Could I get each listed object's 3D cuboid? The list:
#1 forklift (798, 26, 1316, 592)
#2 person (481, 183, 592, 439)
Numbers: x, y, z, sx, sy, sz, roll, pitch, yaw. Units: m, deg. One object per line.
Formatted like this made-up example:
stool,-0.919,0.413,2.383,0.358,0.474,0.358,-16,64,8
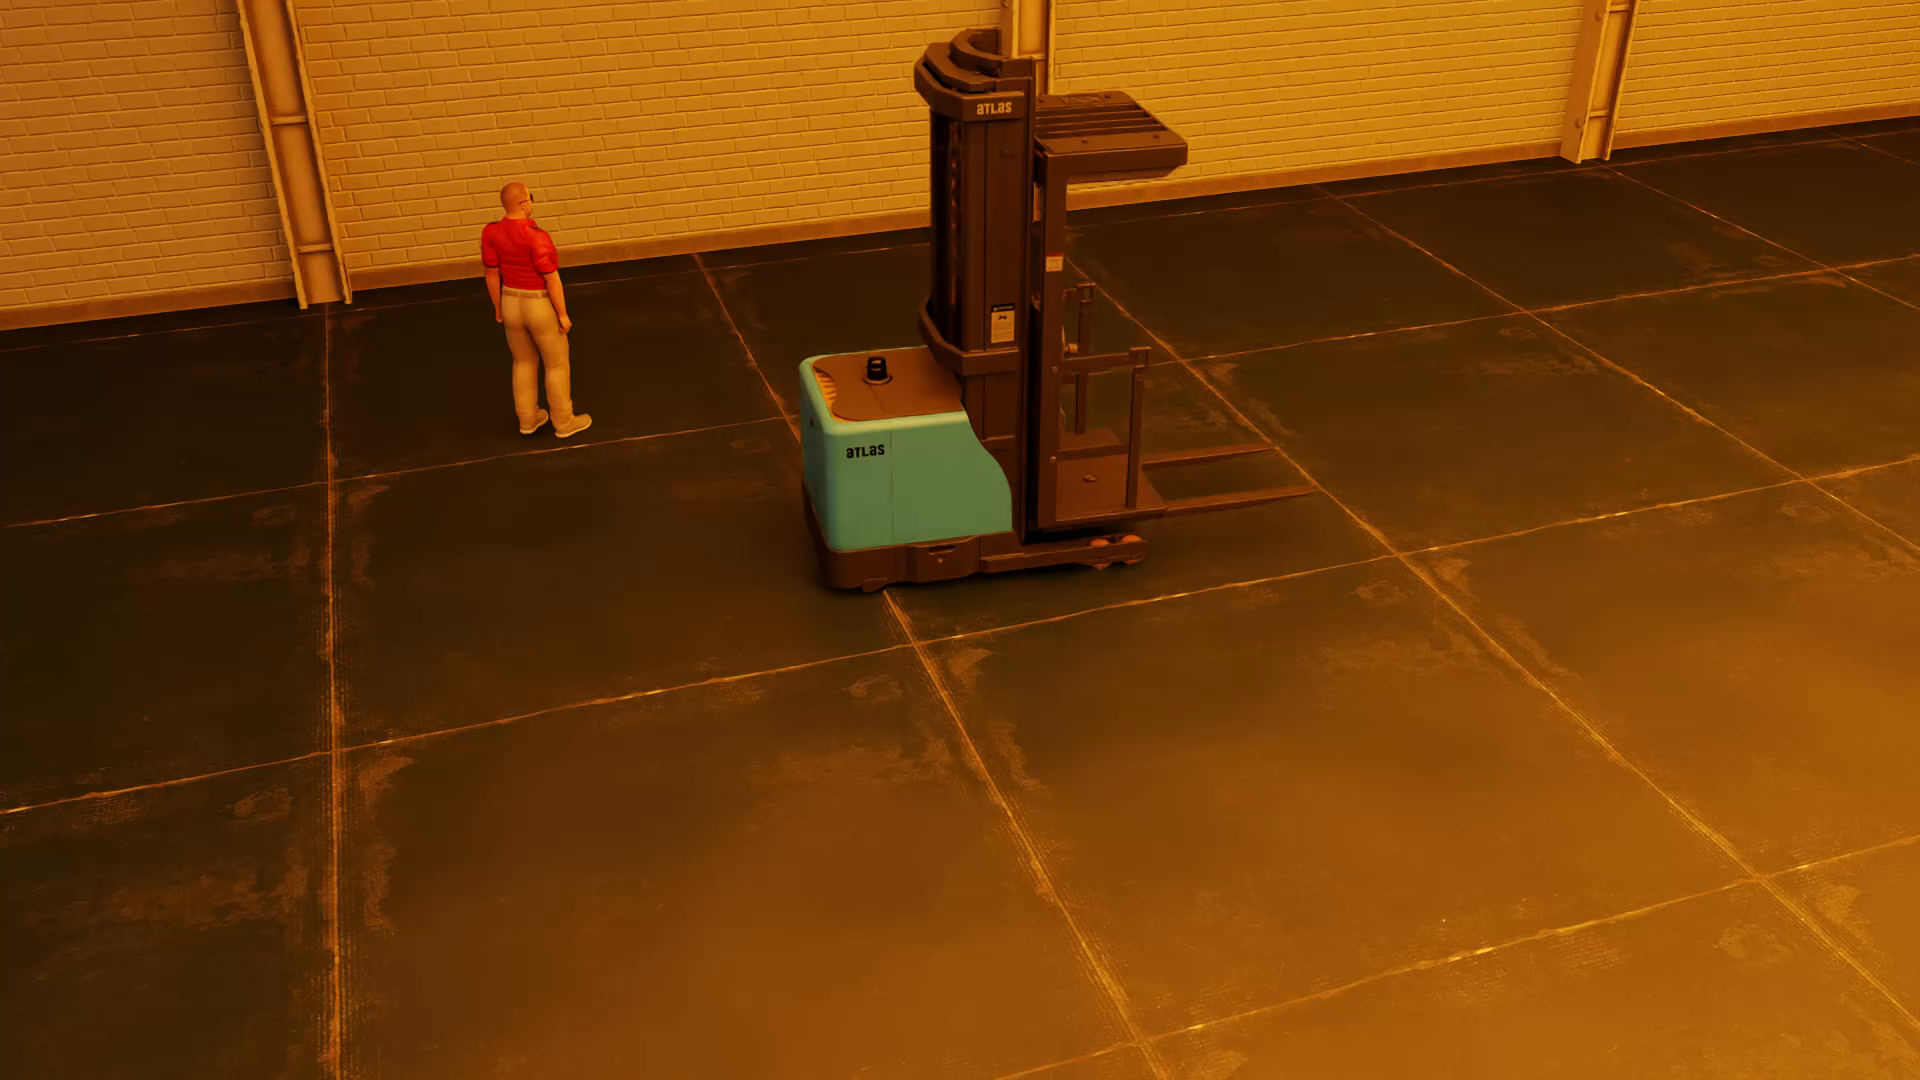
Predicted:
forklift,0.614,-1.356,9.443,3.031,2.935,1.130,-7,31,-12
person,-2.794,-1.512,10.922,0.554,1.731,0.376,10,31,16
